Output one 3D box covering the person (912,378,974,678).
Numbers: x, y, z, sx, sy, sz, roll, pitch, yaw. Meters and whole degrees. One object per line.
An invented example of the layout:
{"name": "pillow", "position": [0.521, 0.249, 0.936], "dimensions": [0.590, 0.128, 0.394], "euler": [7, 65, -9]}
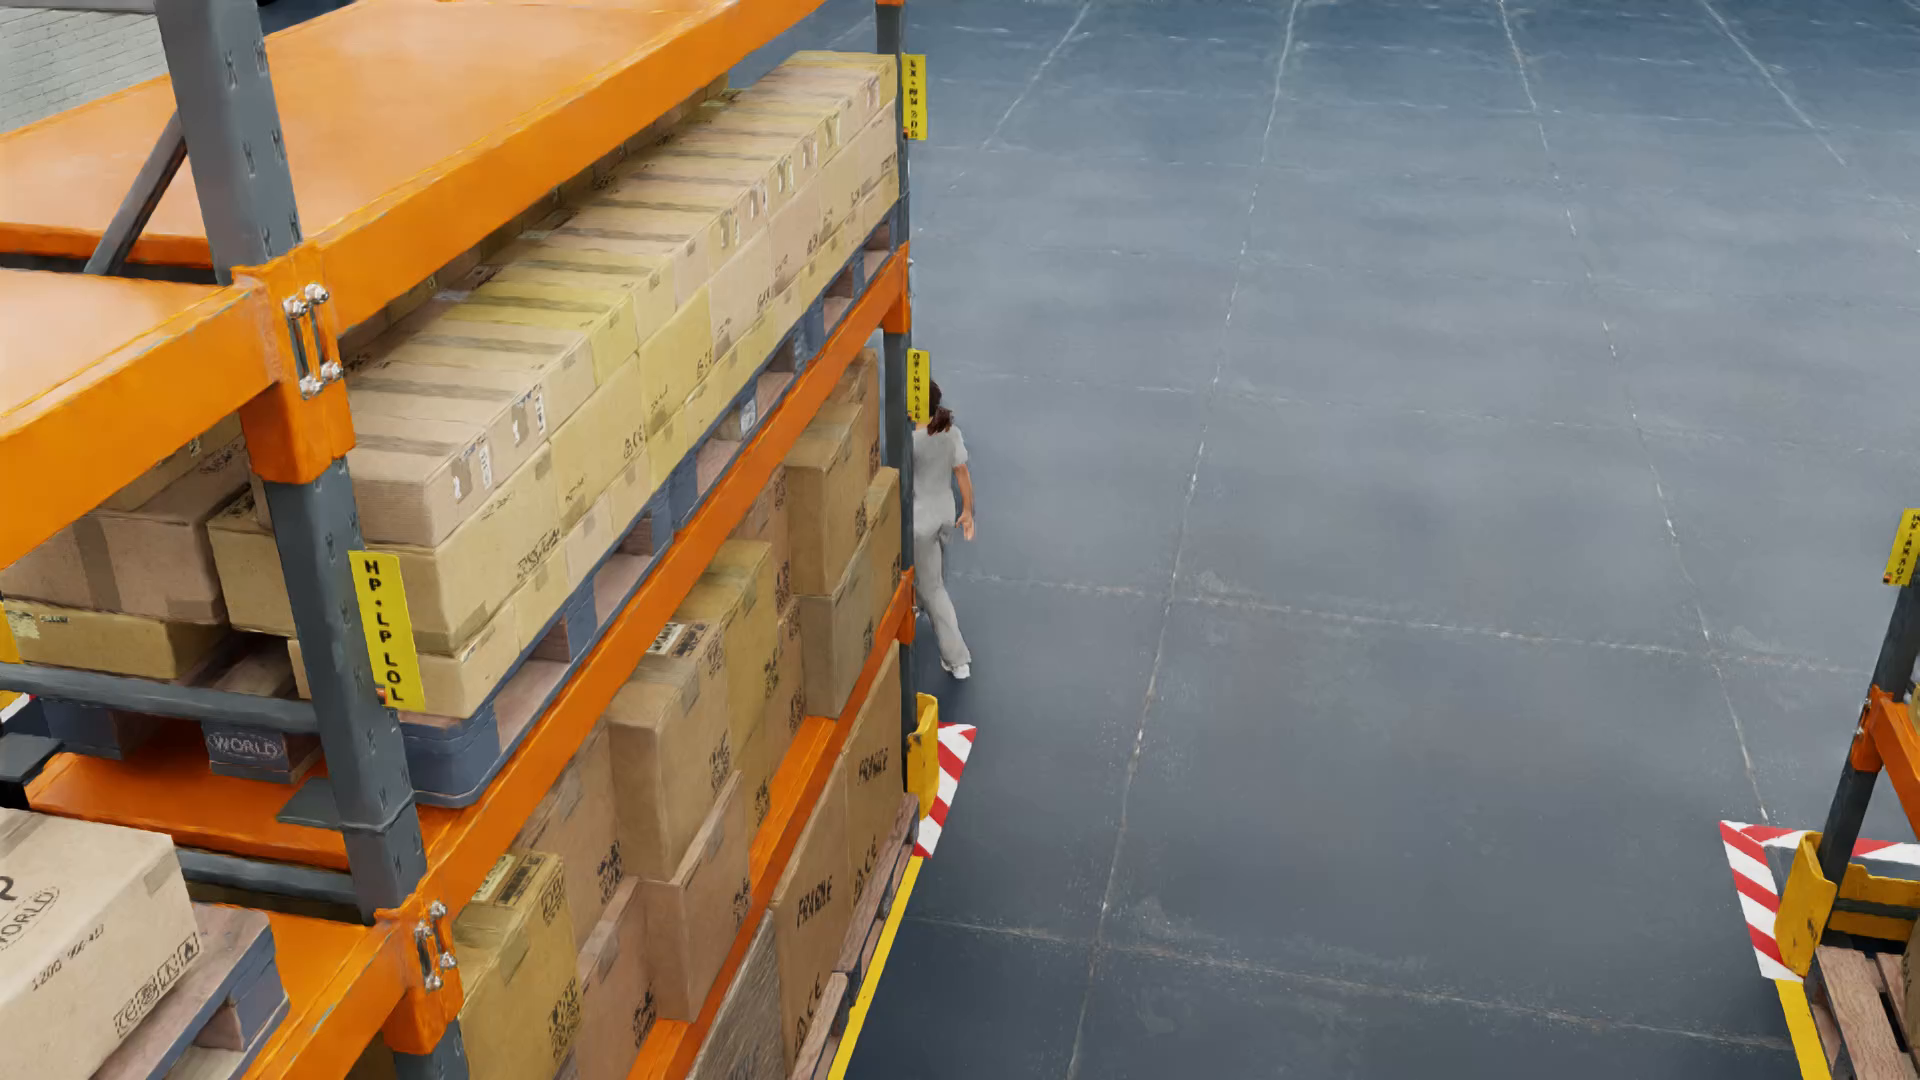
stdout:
{"name": "person", "position": [-0.223, -0.137, 8.881], "dimensions": [0.949, 1.635, 0.483], "euler": [25, 38, 37]}
